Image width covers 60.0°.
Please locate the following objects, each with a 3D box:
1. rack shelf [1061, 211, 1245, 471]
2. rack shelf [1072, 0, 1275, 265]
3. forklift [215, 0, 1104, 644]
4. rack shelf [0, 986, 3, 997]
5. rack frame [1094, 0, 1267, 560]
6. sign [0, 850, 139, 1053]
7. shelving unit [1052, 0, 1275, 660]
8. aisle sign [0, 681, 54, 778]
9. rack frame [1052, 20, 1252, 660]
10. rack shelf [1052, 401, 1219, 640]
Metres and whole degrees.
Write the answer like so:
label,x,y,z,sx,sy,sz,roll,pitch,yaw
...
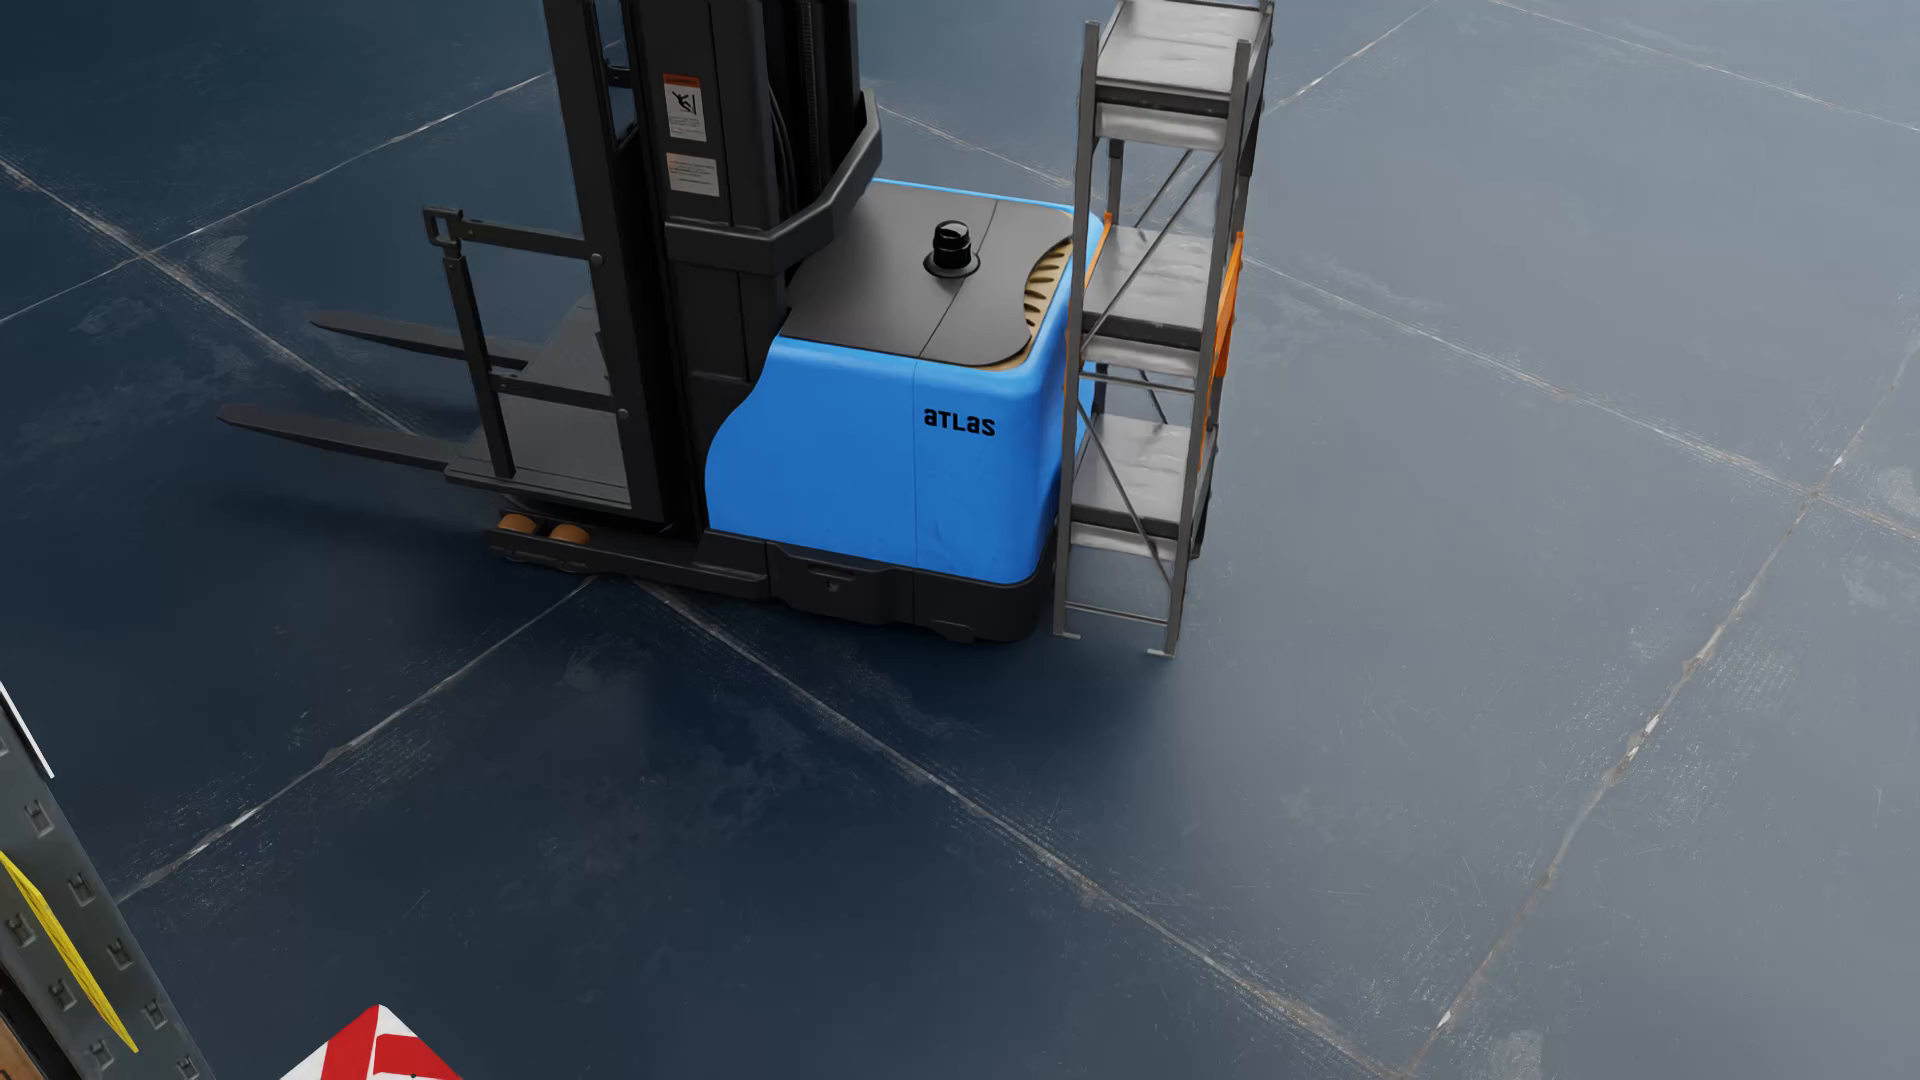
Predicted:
label,x,y,z,sx,sy,sz,roll,pitch,yaw
rack shelf,0.561,-0.582,4.850,0.431,0.518,0.480,11,43,11
rack shelf,0.561,-1.100,4.379,0.431,0.518,0.480,11,43,11
forklift,-1.100,-1.304,5.006,3.031,2.935,1.130,11,43,11
rack shelf,-2.738,2.056,1.794,1.077,0.370,4.000,29,50,28
rack frame,0.626,-0.751,5.015,0.400,2.100,0.015,11,43,11
sign,-1.044,0.486,1.949,0.100,0.325,0.005,29,50,28
shelving unit,0.561,-0.593,4.841,0.431,2.100,0.503,11,43,11
aisle sign,-1.175,-0.108,1.707,0.394,0.787,0.004,29,50,28
rack frame,0.495,-0.434,4.667,0.400,2.100,0.015,11,43,11
rack shelf,0.561,-0.065,5.321,0.431,0.518,0.480,11,43,11
